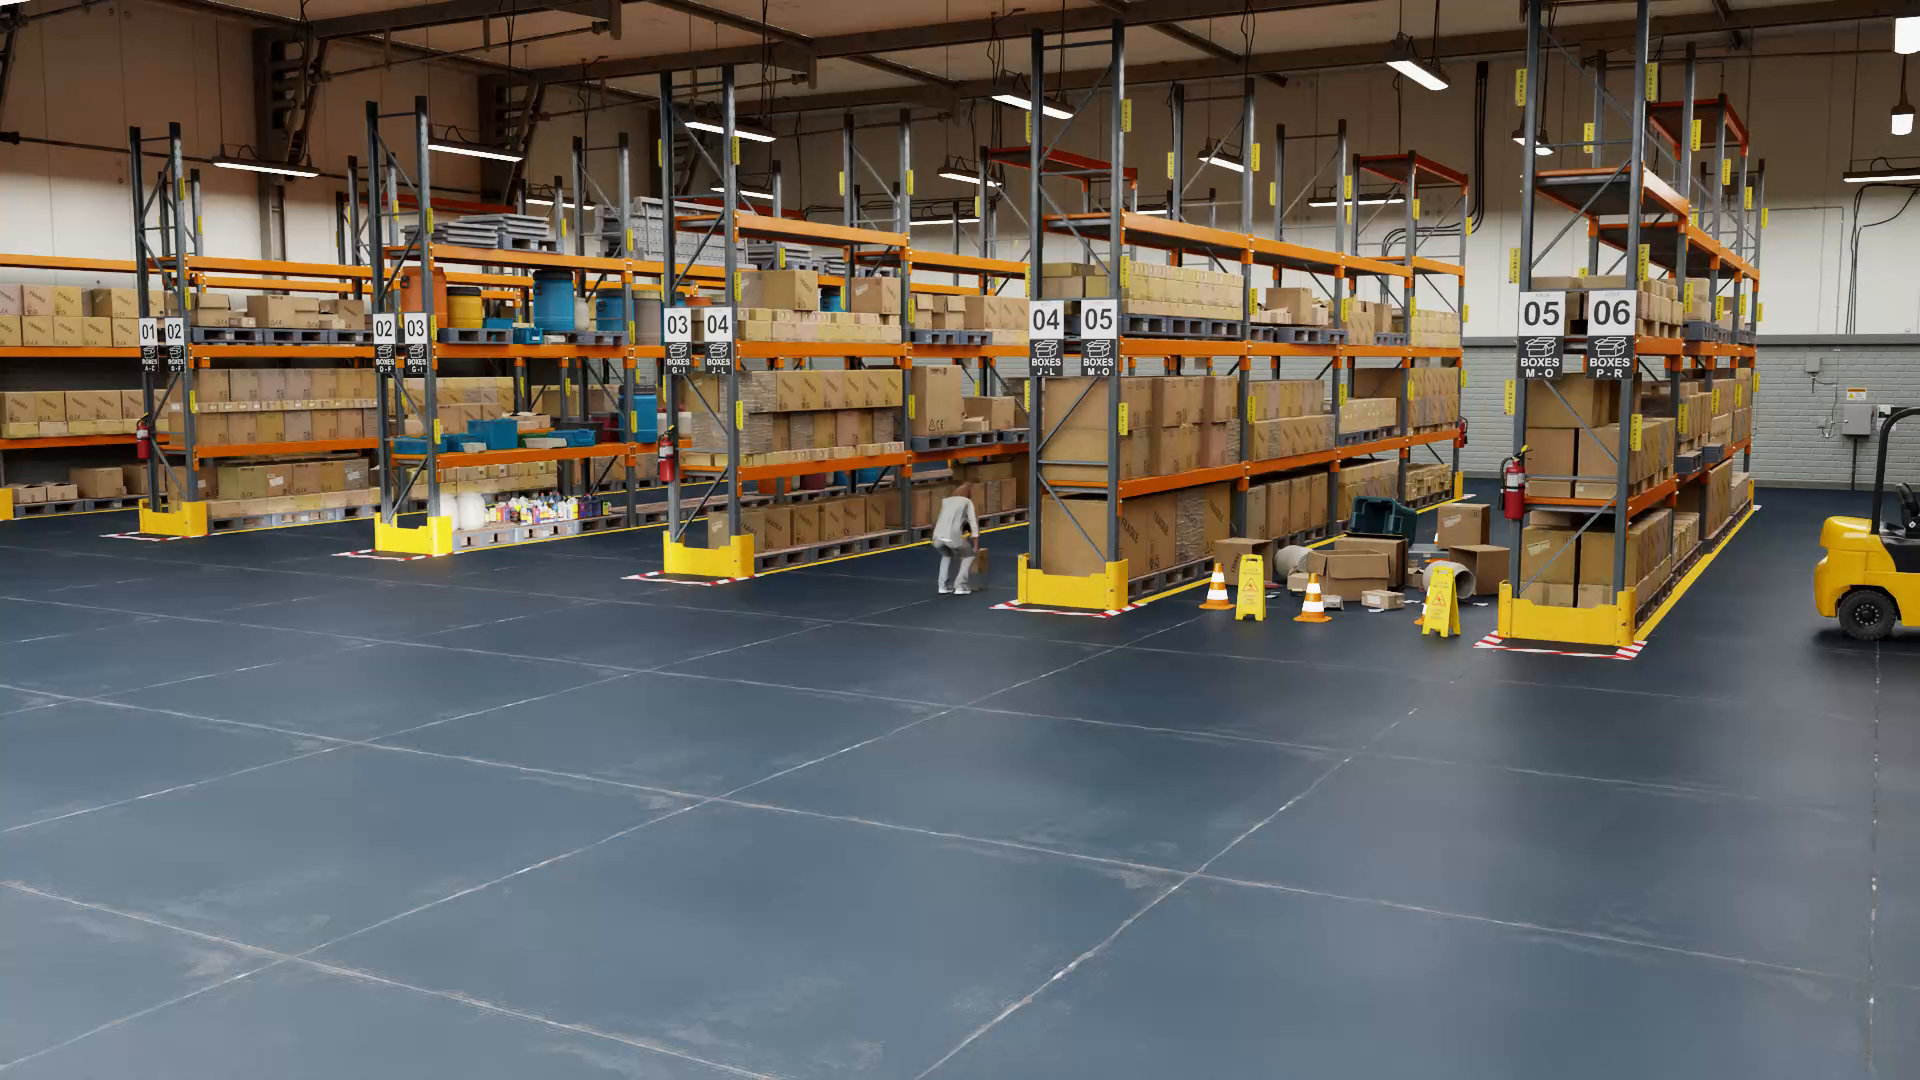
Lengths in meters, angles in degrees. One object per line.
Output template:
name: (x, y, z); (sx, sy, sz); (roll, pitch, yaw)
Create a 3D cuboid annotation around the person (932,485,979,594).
person: (-0.070, 0.006, 18.496); (0.462, 1.175, 0.710); (3, 7, 29)
